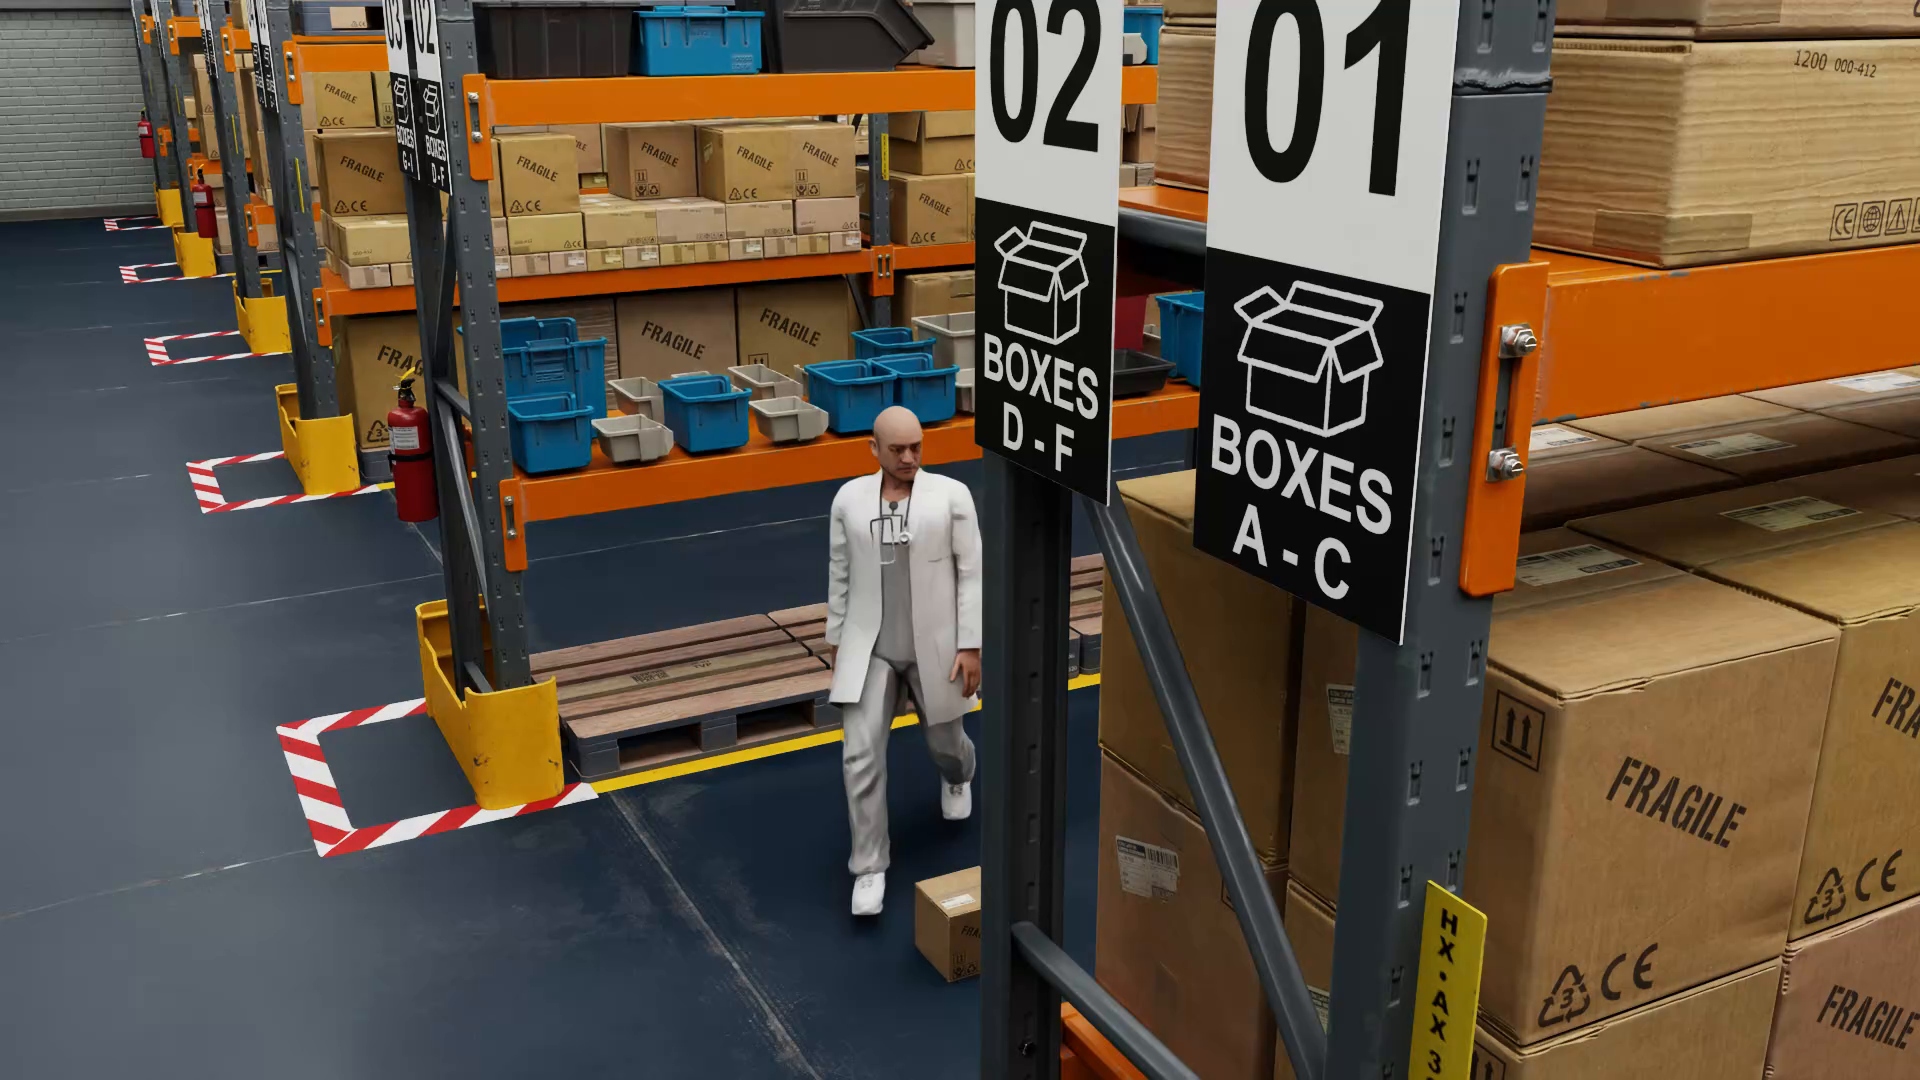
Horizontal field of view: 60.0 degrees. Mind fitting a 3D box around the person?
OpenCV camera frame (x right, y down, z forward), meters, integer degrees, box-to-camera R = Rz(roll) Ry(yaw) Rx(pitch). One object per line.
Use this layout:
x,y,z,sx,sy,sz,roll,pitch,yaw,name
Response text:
-0.205,0.381,5.964,0.615,1.713,1.062,2,18,6,person
